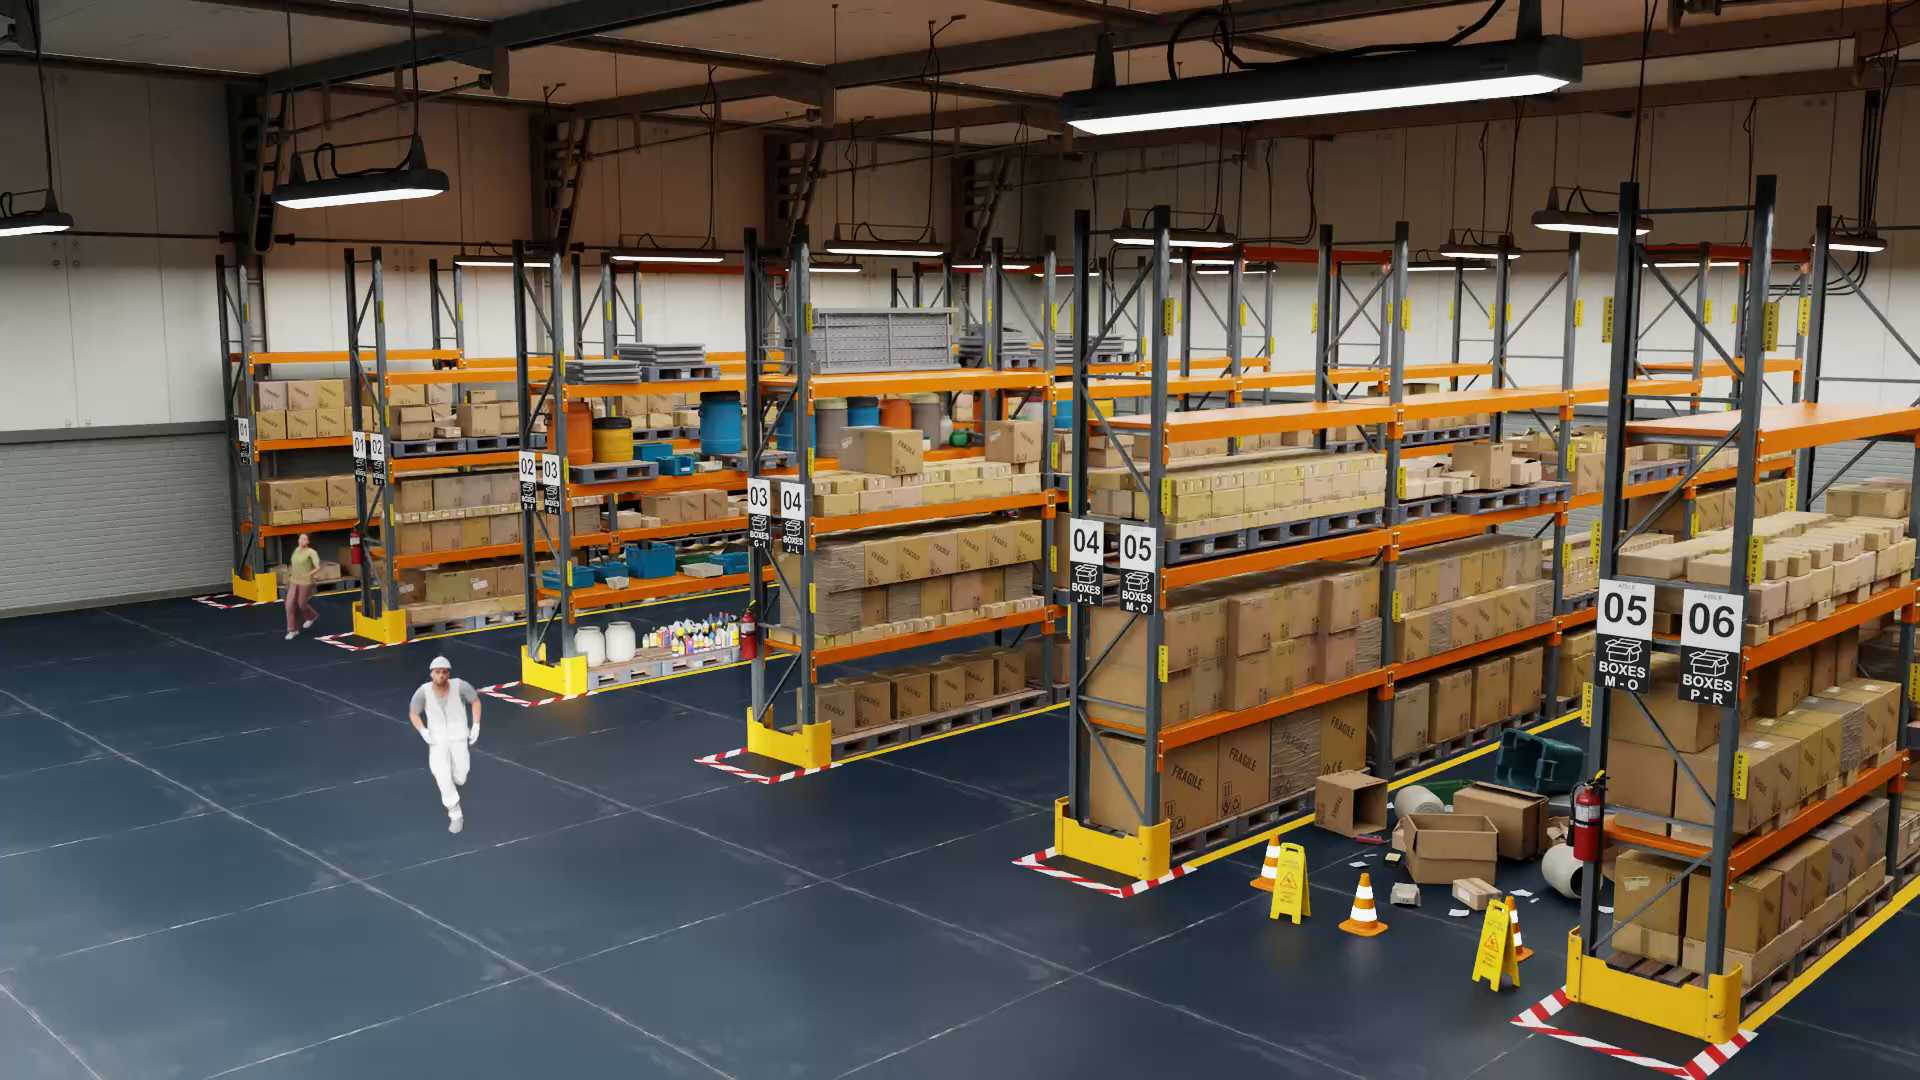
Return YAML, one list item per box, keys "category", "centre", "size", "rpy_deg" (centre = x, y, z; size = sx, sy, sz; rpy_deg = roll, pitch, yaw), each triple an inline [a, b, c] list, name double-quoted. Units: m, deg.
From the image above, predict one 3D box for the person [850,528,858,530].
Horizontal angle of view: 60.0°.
- category: "person"
  centre: [-1.997, 0.094, 28.237]
  size: [0.615, 1.615, 0.500]
  rpy_deg: [8, 11, 44]

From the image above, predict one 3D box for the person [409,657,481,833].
- category: "person"
  centre: [-5.127, 1.987, 16.606]
  size: [0.685, 1.749, 0.760]
  rpy_deg: [-3, 9, -20]

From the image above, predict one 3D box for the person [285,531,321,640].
- category: "person"
  centre: [-10.237, 0.686, 26.013]
  size: [0.603, 1.669, 0.785]
  rpy_deg: [2, 8, 13]
